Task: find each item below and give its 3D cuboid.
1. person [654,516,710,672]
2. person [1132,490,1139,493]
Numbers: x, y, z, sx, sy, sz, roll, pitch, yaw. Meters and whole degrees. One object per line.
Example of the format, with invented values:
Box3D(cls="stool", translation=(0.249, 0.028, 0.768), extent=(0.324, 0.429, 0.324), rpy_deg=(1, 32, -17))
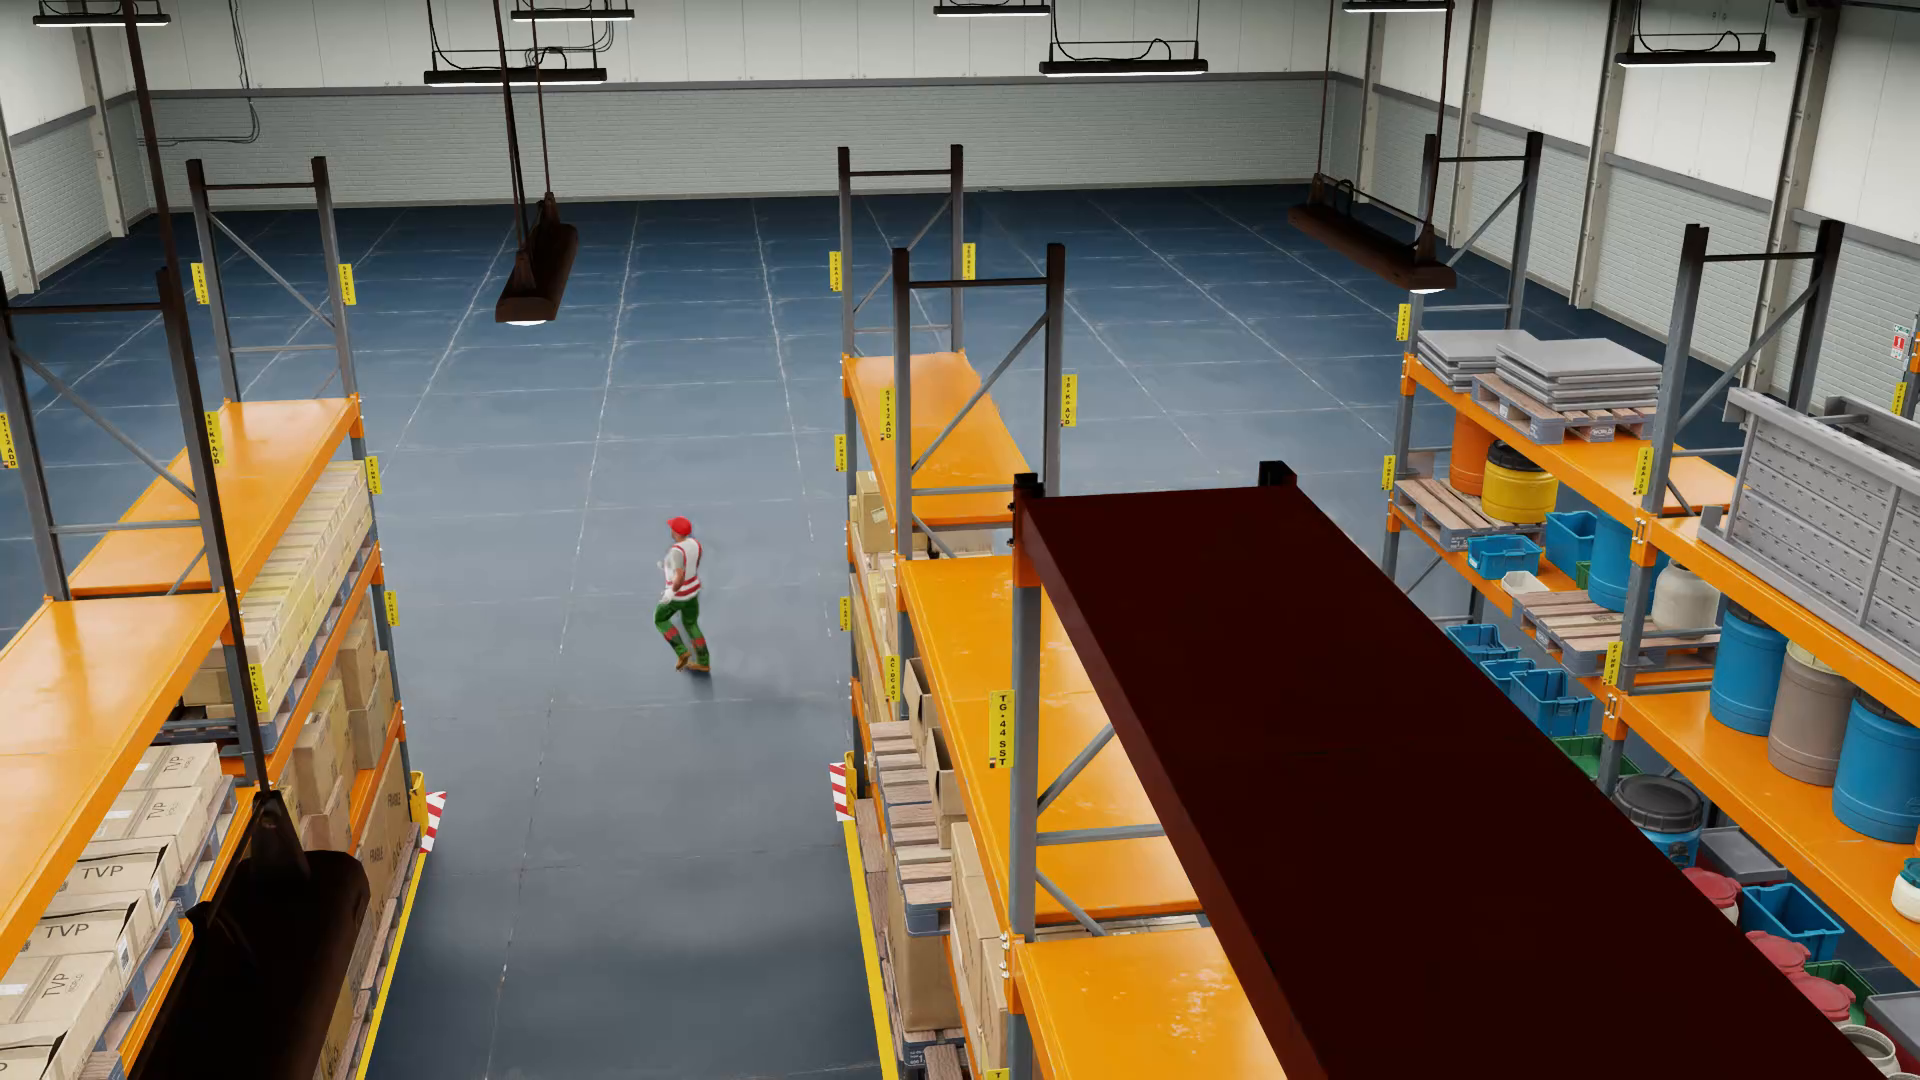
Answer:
Box3D(cls="person", translation=(-2.982, 0.570, 17.768), extent=(0.611, 1.753, 0.633), rpy_deg=(13, 25, 30))
Box3D(cls="person", translation=(1.983, 0.272, 18.624), extent=(0.644, 1.748, 0.669), rpy_deg=(5, 22, 13))
